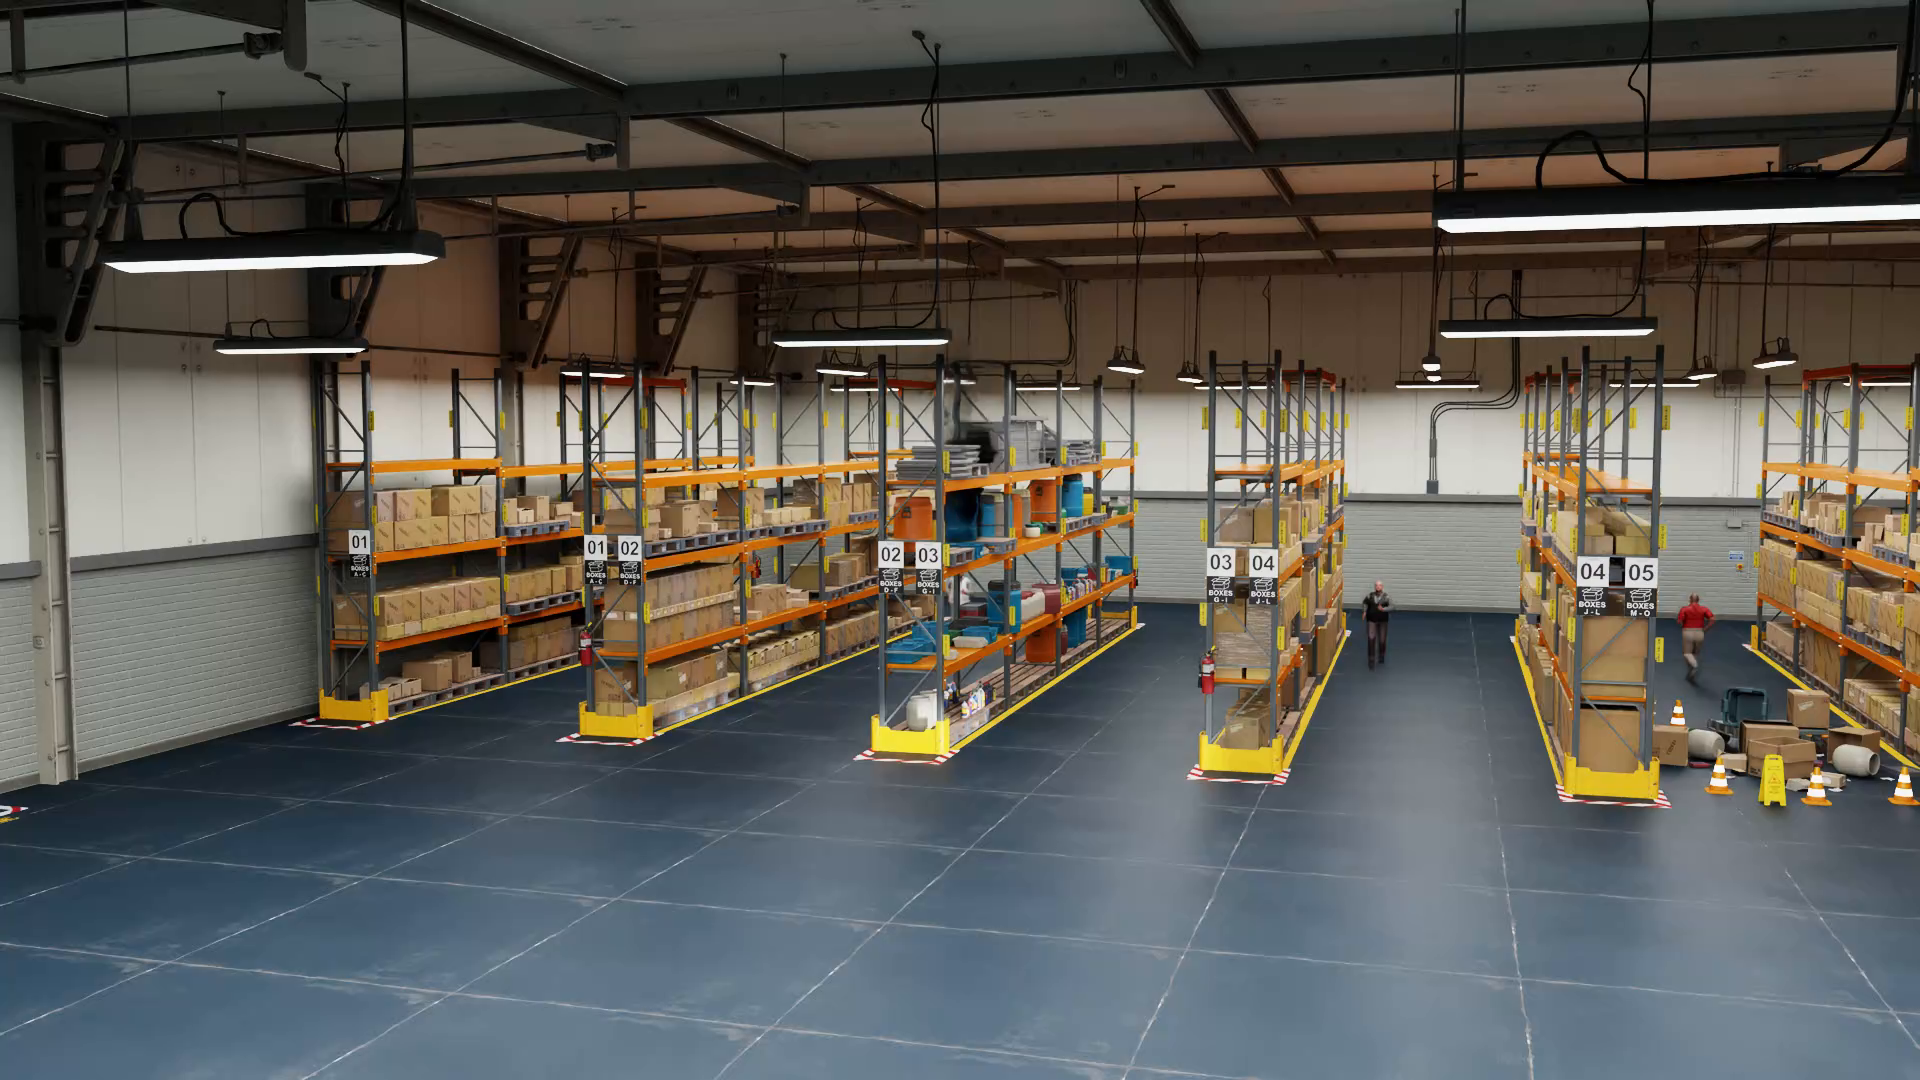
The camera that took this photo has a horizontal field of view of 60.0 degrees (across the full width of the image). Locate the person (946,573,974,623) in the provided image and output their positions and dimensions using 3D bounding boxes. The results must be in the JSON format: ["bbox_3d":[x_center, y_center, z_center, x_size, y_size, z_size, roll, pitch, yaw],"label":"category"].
[{"bbox_3d":[-0.011,1.459,37.292,0.642,1.837,0.799,0,4,3],"label":"person"}]

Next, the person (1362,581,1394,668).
[{"bbox_3d":[8.504,1.696,33.871,0.644,1.734,0.904,1,4,17],"label":"person"}]

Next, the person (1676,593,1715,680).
[{"bbox_3d":[14.084,1.882,31.914,0.663,1.730,0.895,0,4,7],"label":"person"}]

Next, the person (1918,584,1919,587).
[{"bbox_3d":[19.195,1.740,33.127,0.645,1.848,0.790,0,4,-4],"label":"person"}]
